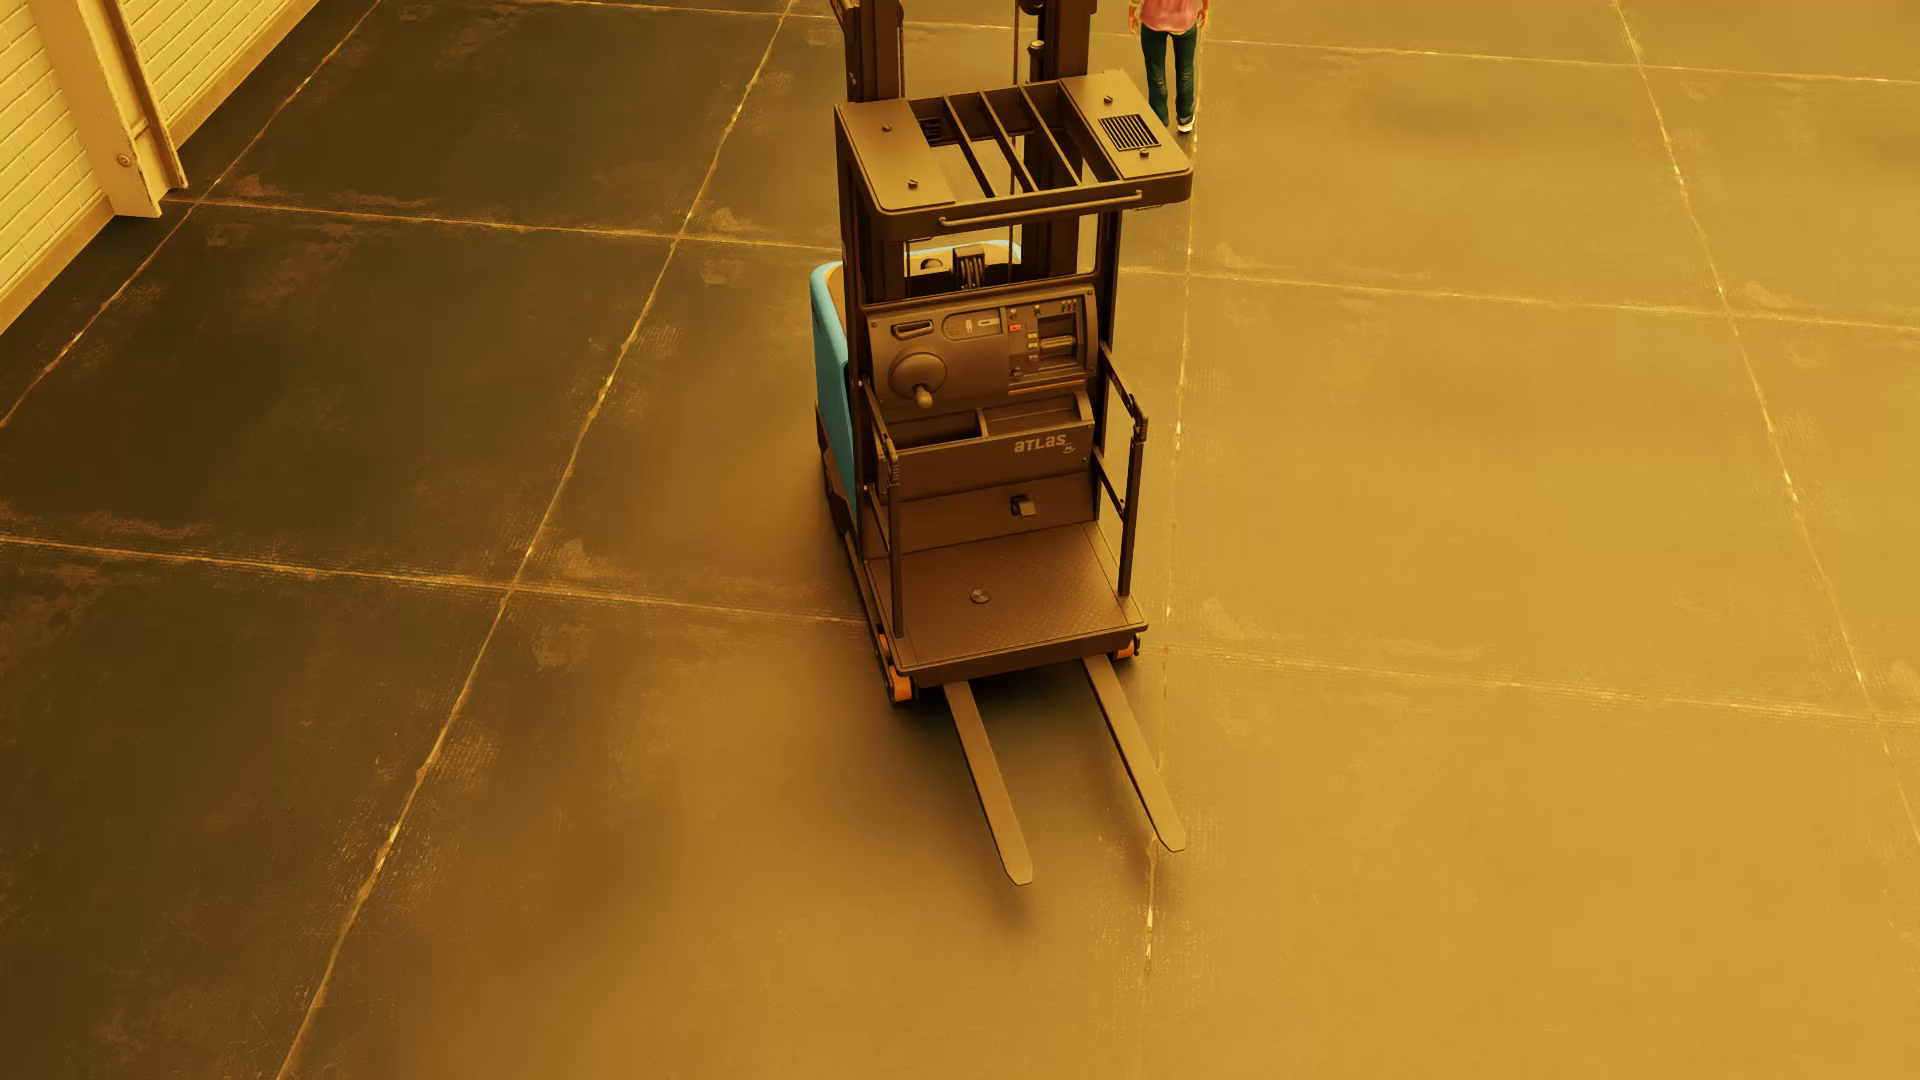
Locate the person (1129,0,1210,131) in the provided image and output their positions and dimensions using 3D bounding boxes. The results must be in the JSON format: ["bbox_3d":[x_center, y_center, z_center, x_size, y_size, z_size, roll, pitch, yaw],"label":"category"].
[{"bbox_3d":[1.278,-3.218,10.207,0.521,1.592,0.473,-2,43,-2],"label":"person"}]

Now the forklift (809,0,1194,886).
[{"bbox_3d":[0.153,-0.681,6.465,1.130,2.935,3.031,-10,44,-11],"label":"forklift"}]
